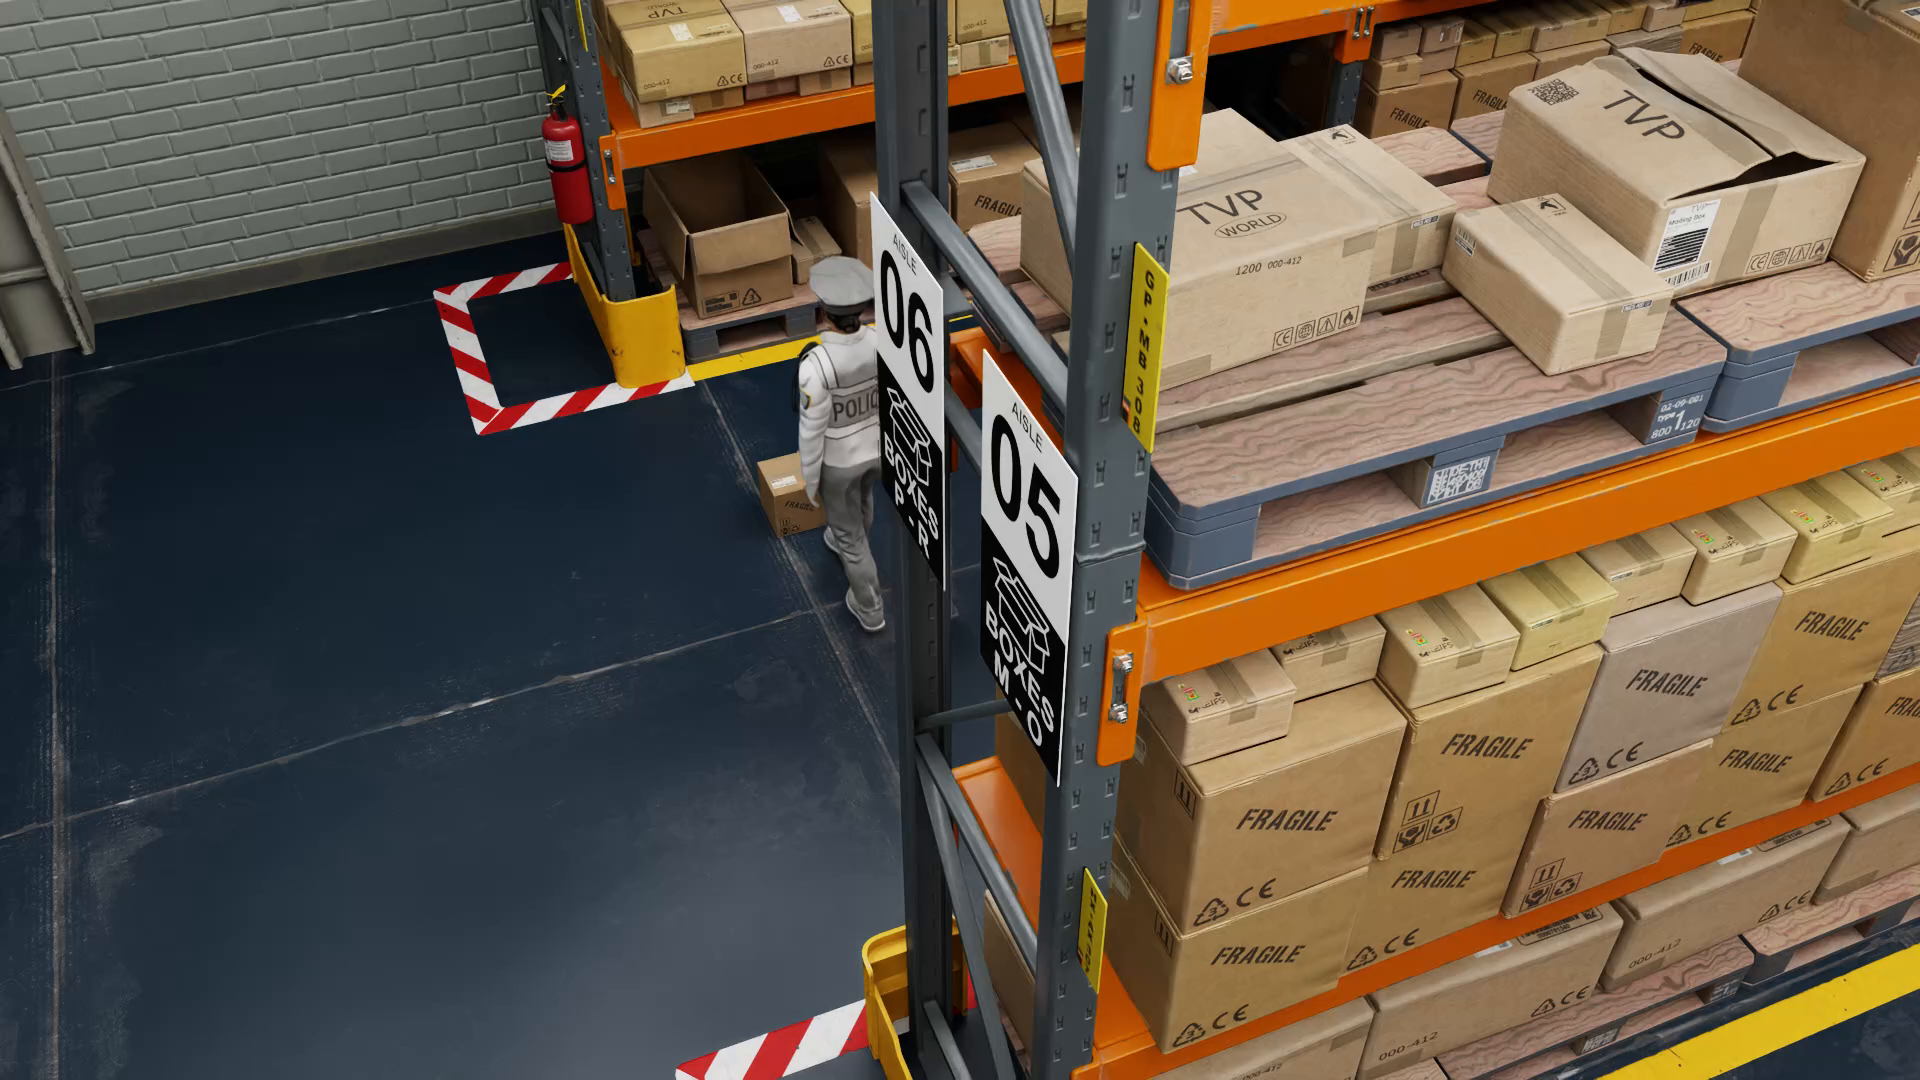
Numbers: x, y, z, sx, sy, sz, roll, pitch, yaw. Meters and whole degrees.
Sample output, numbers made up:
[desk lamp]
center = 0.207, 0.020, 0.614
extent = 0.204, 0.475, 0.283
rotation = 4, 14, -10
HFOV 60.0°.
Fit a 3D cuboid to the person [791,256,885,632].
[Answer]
[person]
center = -0.502, -0.418, 6.602
extent = 0.507, 1.663, 0.647
rotation = -27, 49, -27
